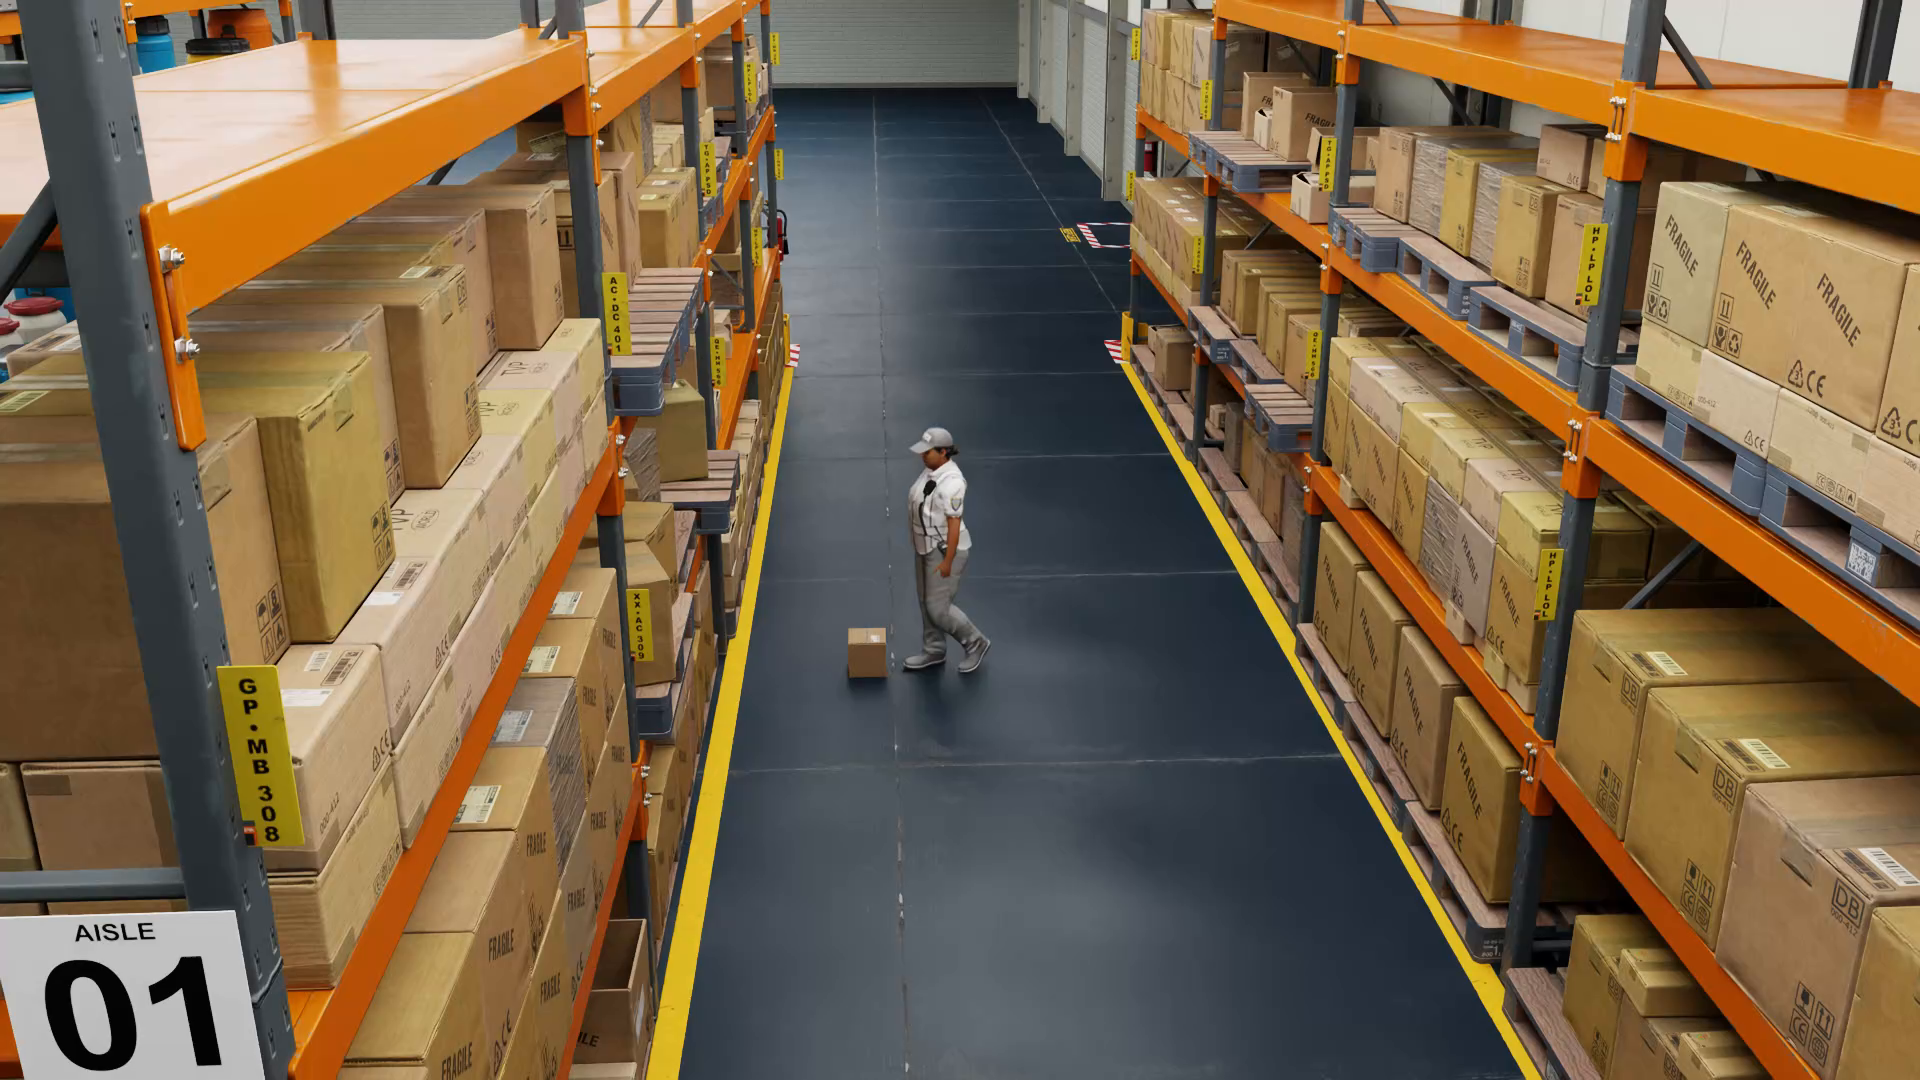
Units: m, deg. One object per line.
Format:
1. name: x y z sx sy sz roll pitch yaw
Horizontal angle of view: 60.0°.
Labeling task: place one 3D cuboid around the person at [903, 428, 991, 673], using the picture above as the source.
1. person: -0.097 0.065 10.861 0.550 1.663 0.488 -7 22 -19
